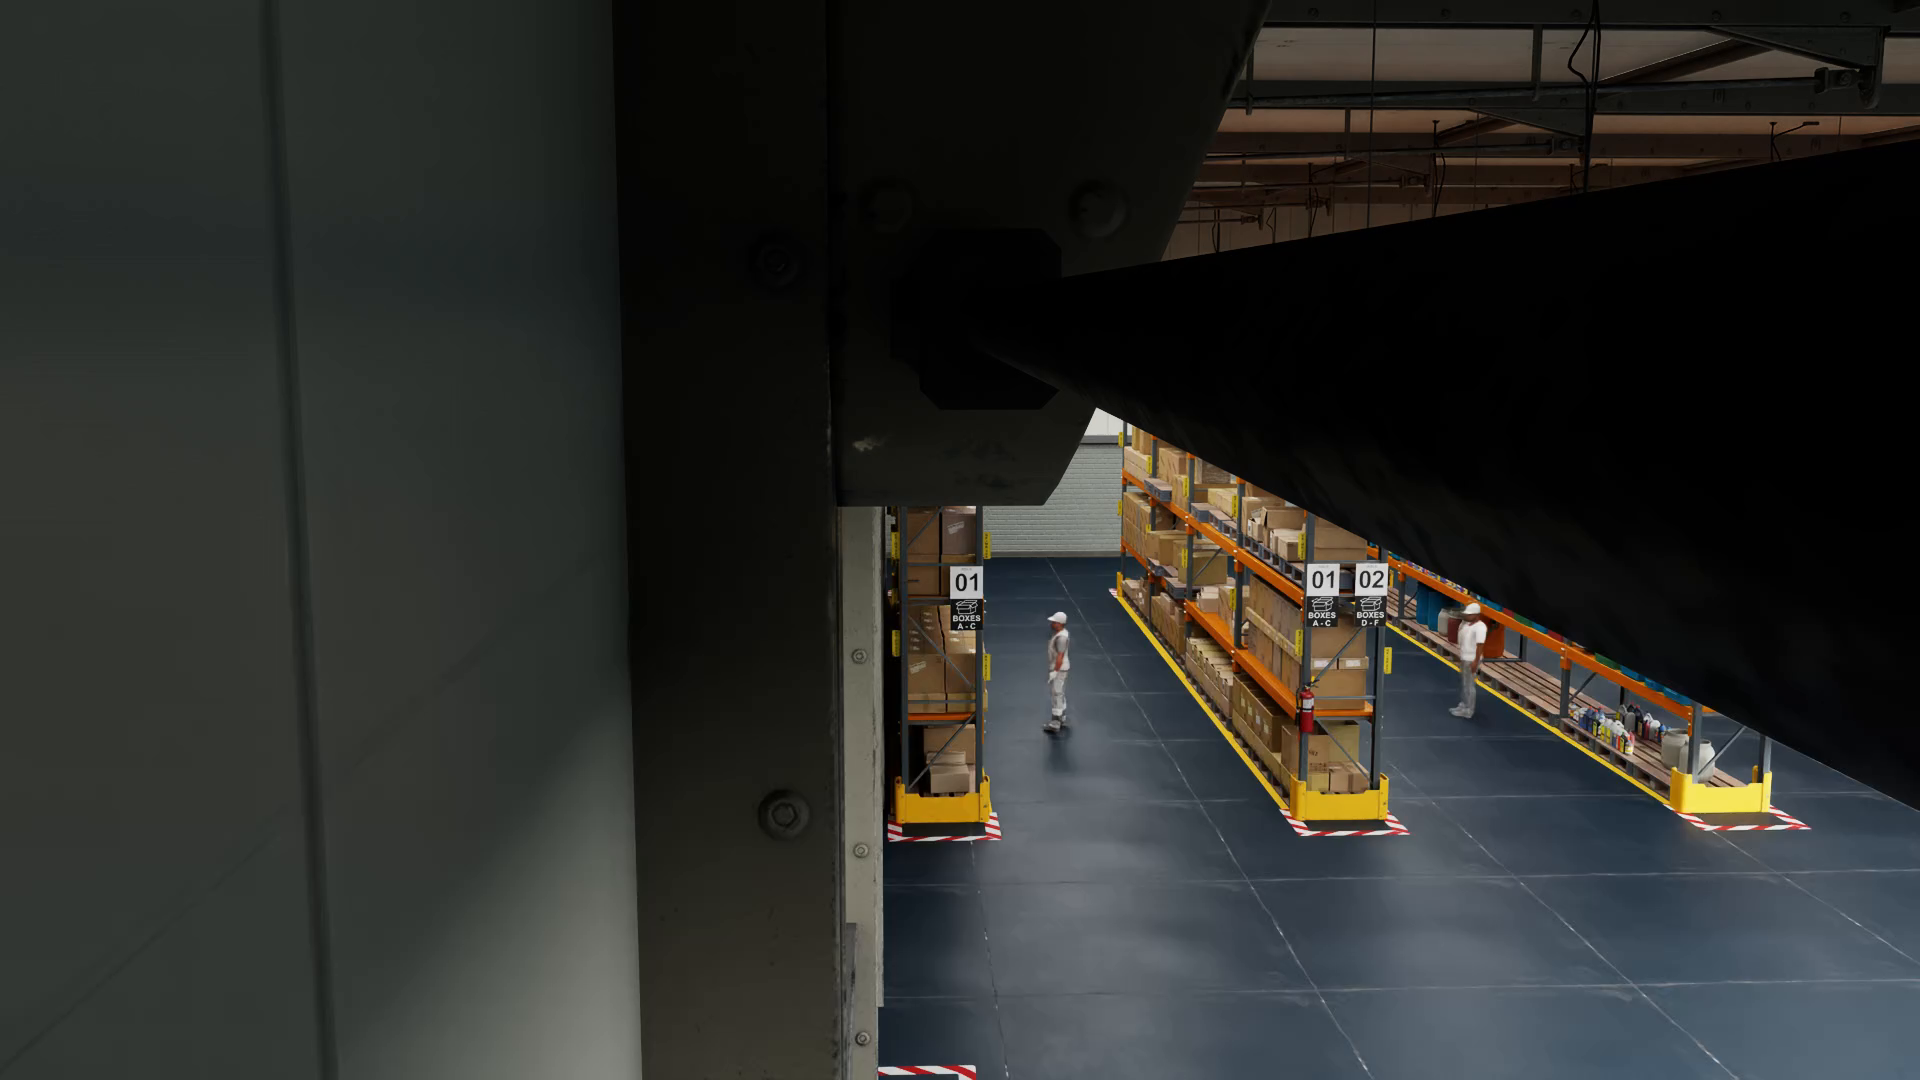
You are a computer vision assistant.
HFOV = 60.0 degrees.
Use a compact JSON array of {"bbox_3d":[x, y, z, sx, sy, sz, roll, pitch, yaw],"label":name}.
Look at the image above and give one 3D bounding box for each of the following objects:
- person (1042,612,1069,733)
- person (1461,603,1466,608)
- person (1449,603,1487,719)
[{"bbox_3d":[1.430,1.955,24.873,0.402,1.801,0.594,0,8,3],"label":"person"},{"bbox_3d":[10.535,0.756,33.802,0.512,1.652,0.656,-1,8,-6],"label":"person"},{"bbox_3d":[7.860,1.853,25.720,0.470,1.771,0.625,0,8,3],"label":"person"}]
